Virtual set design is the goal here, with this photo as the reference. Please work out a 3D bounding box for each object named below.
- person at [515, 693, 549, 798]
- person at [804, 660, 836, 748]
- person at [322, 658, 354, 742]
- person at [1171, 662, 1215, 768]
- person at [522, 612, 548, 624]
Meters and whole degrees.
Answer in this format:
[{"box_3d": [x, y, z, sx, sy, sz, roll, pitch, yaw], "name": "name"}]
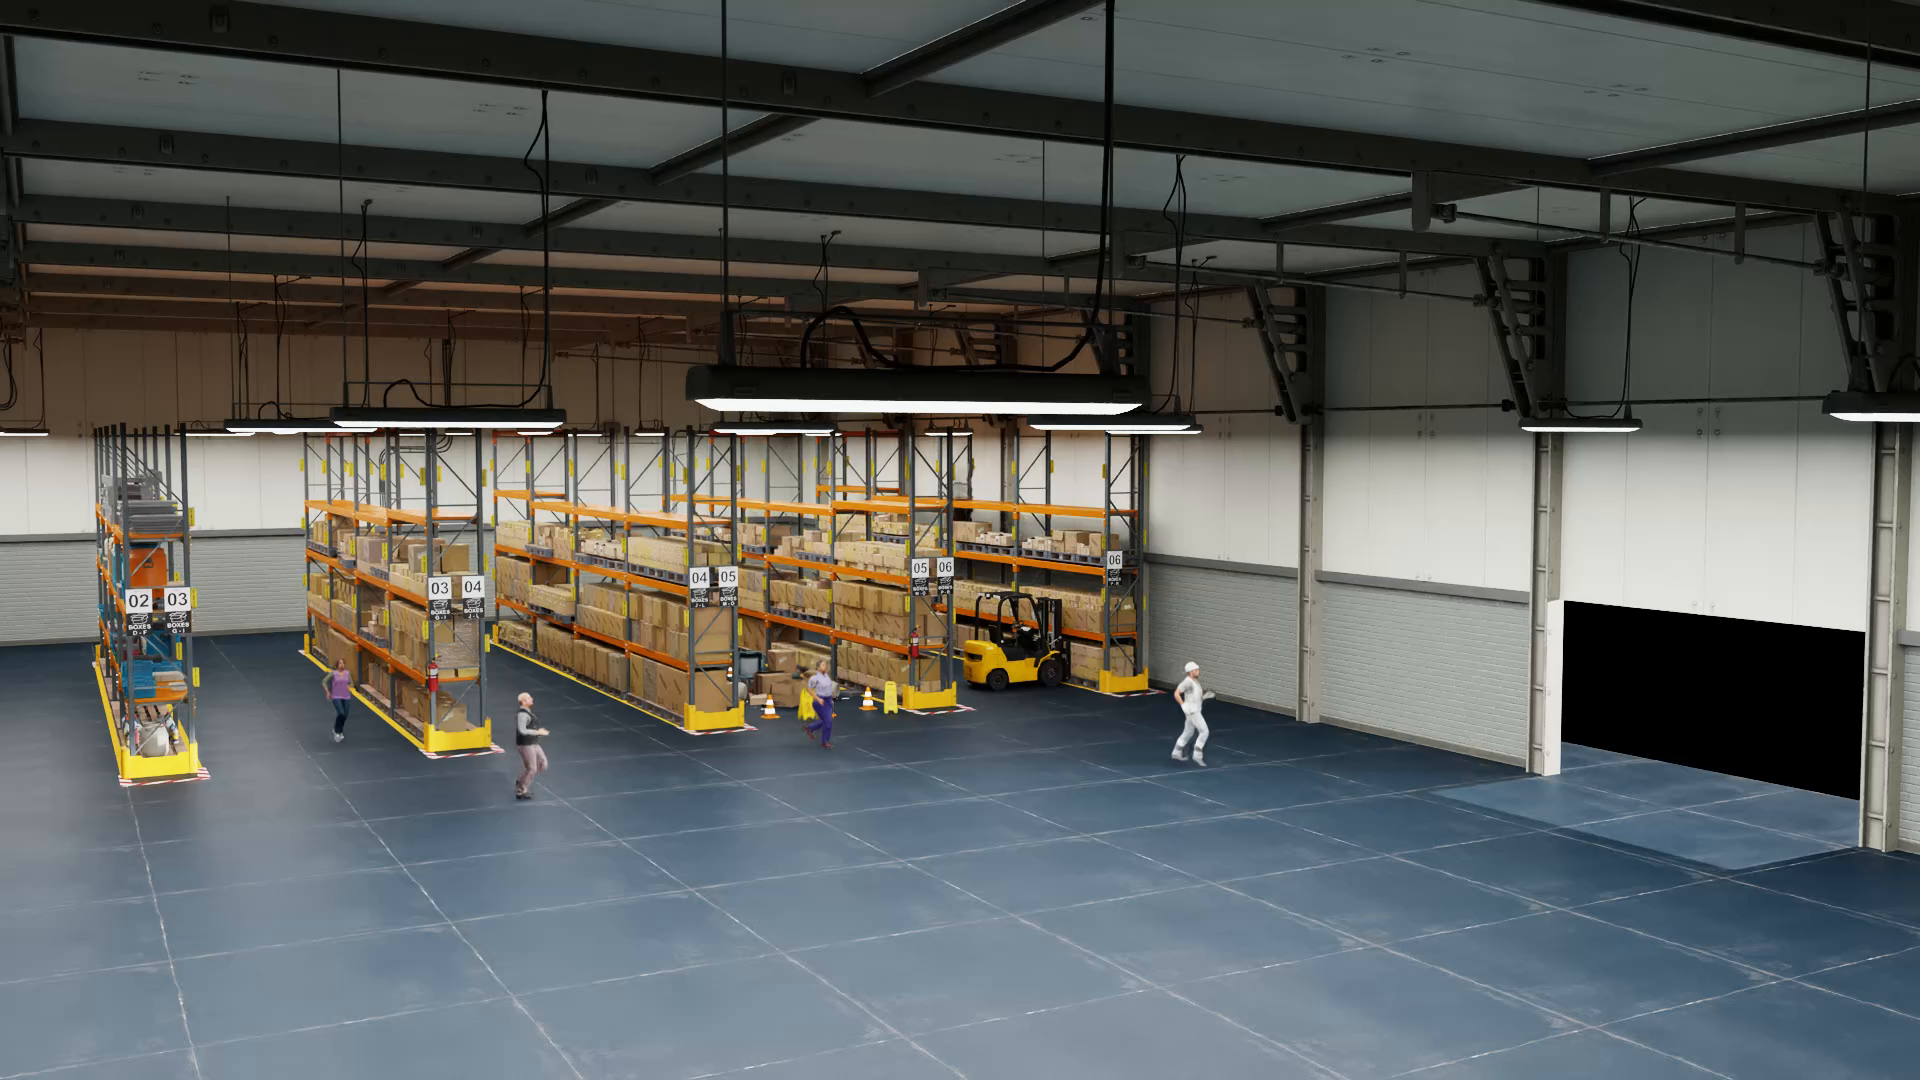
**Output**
[{"box_3d": [-6.817, 3.264, 26.494, 0.590, 1.677, 0.648, 0, 3, -4], "name": "person"}, {"box_3d": [-2.608, 3.050, 31.009, 0.649, 1.634, 0.602, 2, 4, 25], "name": "person"}, {"box_3d": [-11.703, 3.016, 31.420, 0.506, 1.586, 0.656, -3, 5, -44], "name": "person"}, {"box_3d": [4.085, 3.062, 29.150, 0.763, 1.838, 0.641, 1, 4, 14], "name": "person"}, {"box_3d": [-12.486, 1.899, 48.471, 1.013, 1.755, 0.714, -2, 4, -33], "name": "person"}]
